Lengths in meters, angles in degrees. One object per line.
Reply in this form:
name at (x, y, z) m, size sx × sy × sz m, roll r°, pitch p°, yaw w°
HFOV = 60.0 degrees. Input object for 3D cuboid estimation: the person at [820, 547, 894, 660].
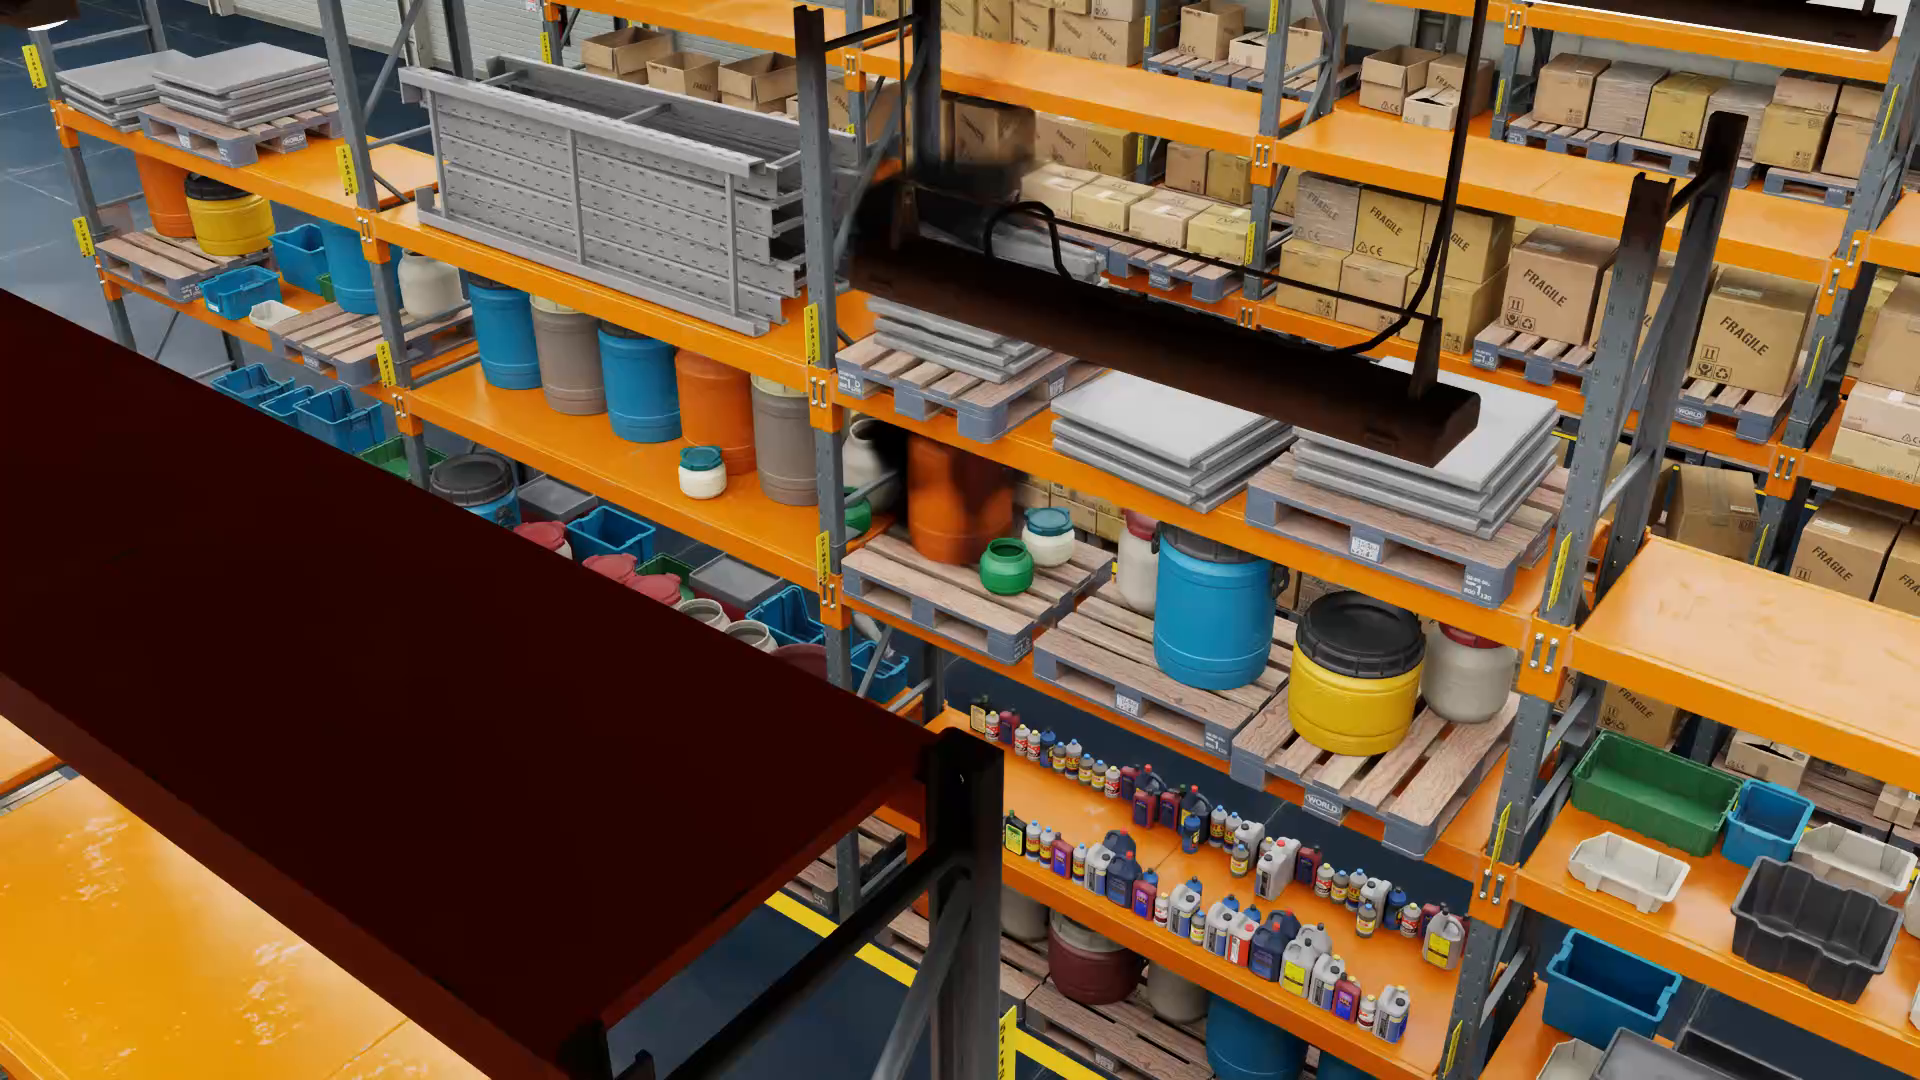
person at (-0.881, 0.257, 13.295) m, size 0.873 × 1.713 × 0.627 m, roll 21°, pitch 37°, yaw 30°
